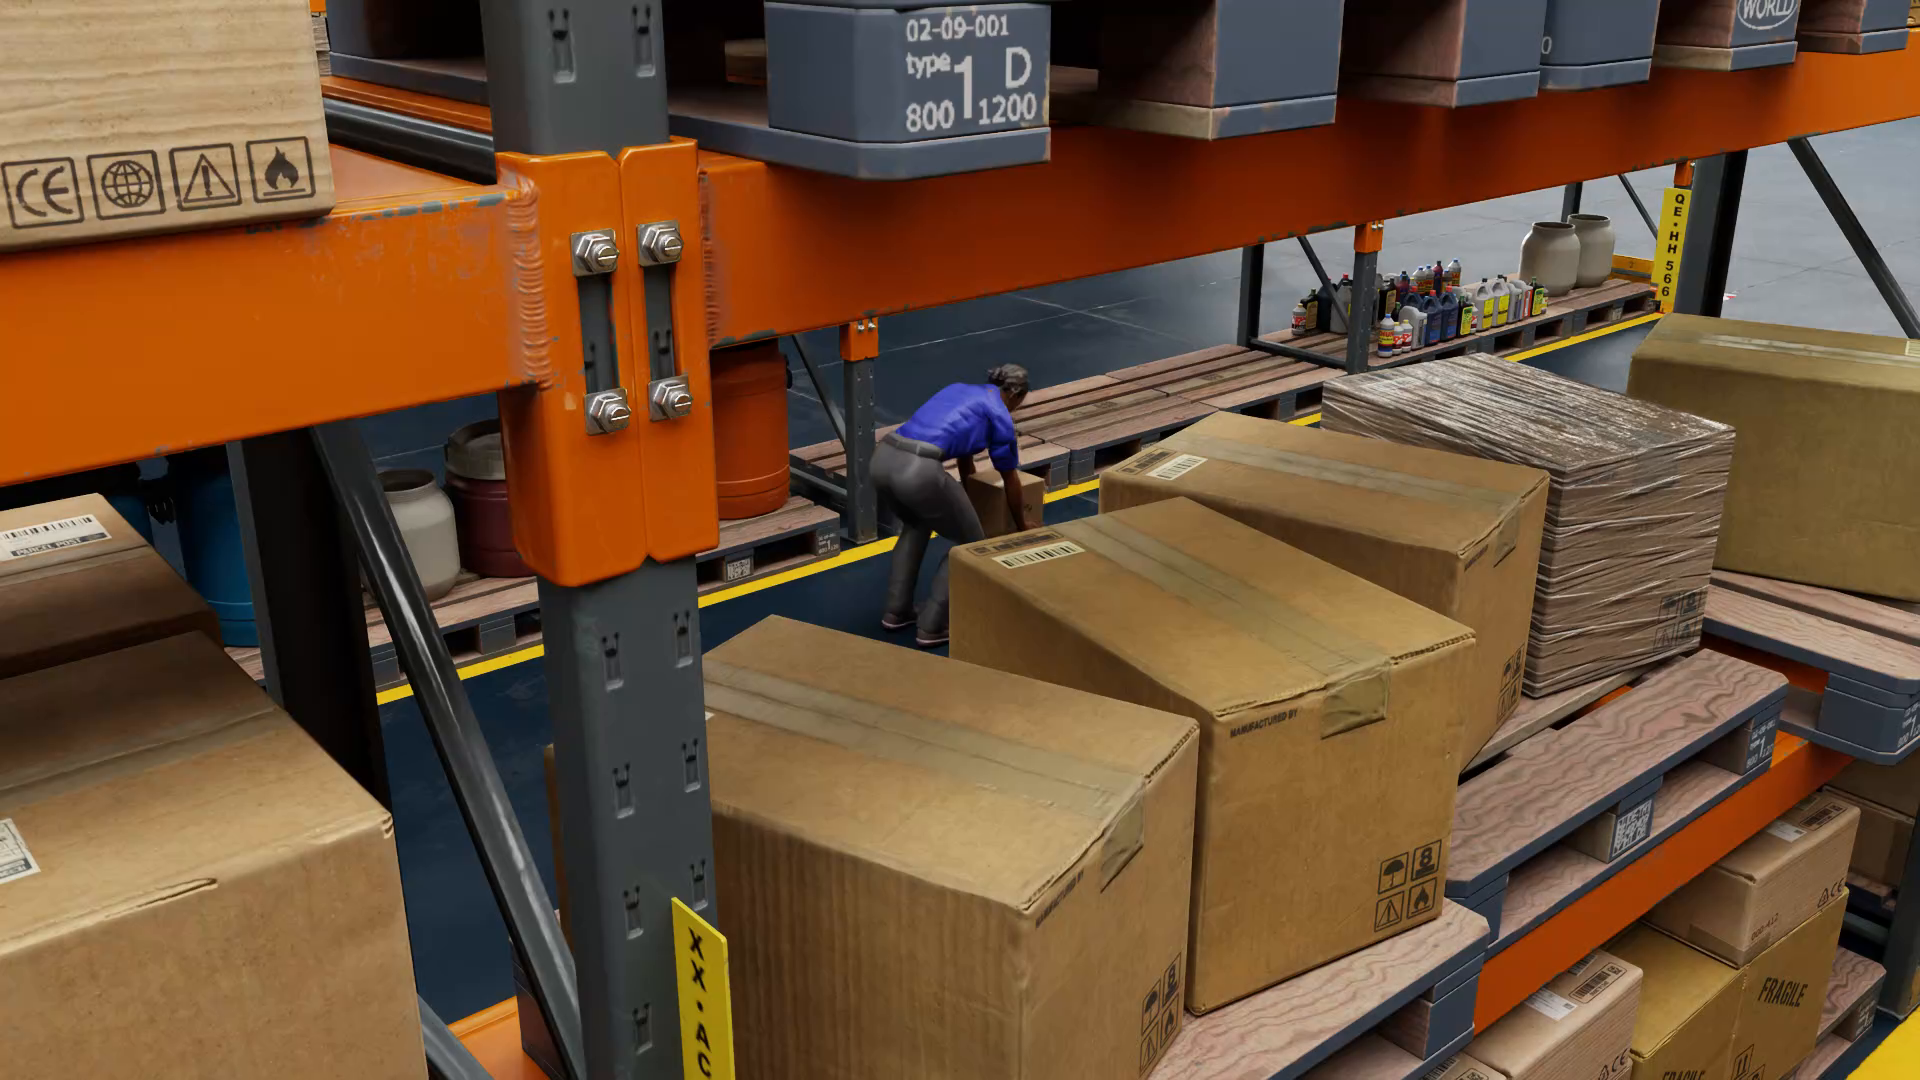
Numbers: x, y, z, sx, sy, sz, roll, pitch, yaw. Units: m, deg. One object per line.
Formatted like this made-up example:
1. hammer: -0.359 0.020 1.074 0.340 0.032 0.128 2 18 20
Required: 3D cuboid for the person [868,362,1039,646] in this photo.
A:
1. person: -0.013 -0.165 7.264 0.847 1.124 0.447 -19 28 -40
